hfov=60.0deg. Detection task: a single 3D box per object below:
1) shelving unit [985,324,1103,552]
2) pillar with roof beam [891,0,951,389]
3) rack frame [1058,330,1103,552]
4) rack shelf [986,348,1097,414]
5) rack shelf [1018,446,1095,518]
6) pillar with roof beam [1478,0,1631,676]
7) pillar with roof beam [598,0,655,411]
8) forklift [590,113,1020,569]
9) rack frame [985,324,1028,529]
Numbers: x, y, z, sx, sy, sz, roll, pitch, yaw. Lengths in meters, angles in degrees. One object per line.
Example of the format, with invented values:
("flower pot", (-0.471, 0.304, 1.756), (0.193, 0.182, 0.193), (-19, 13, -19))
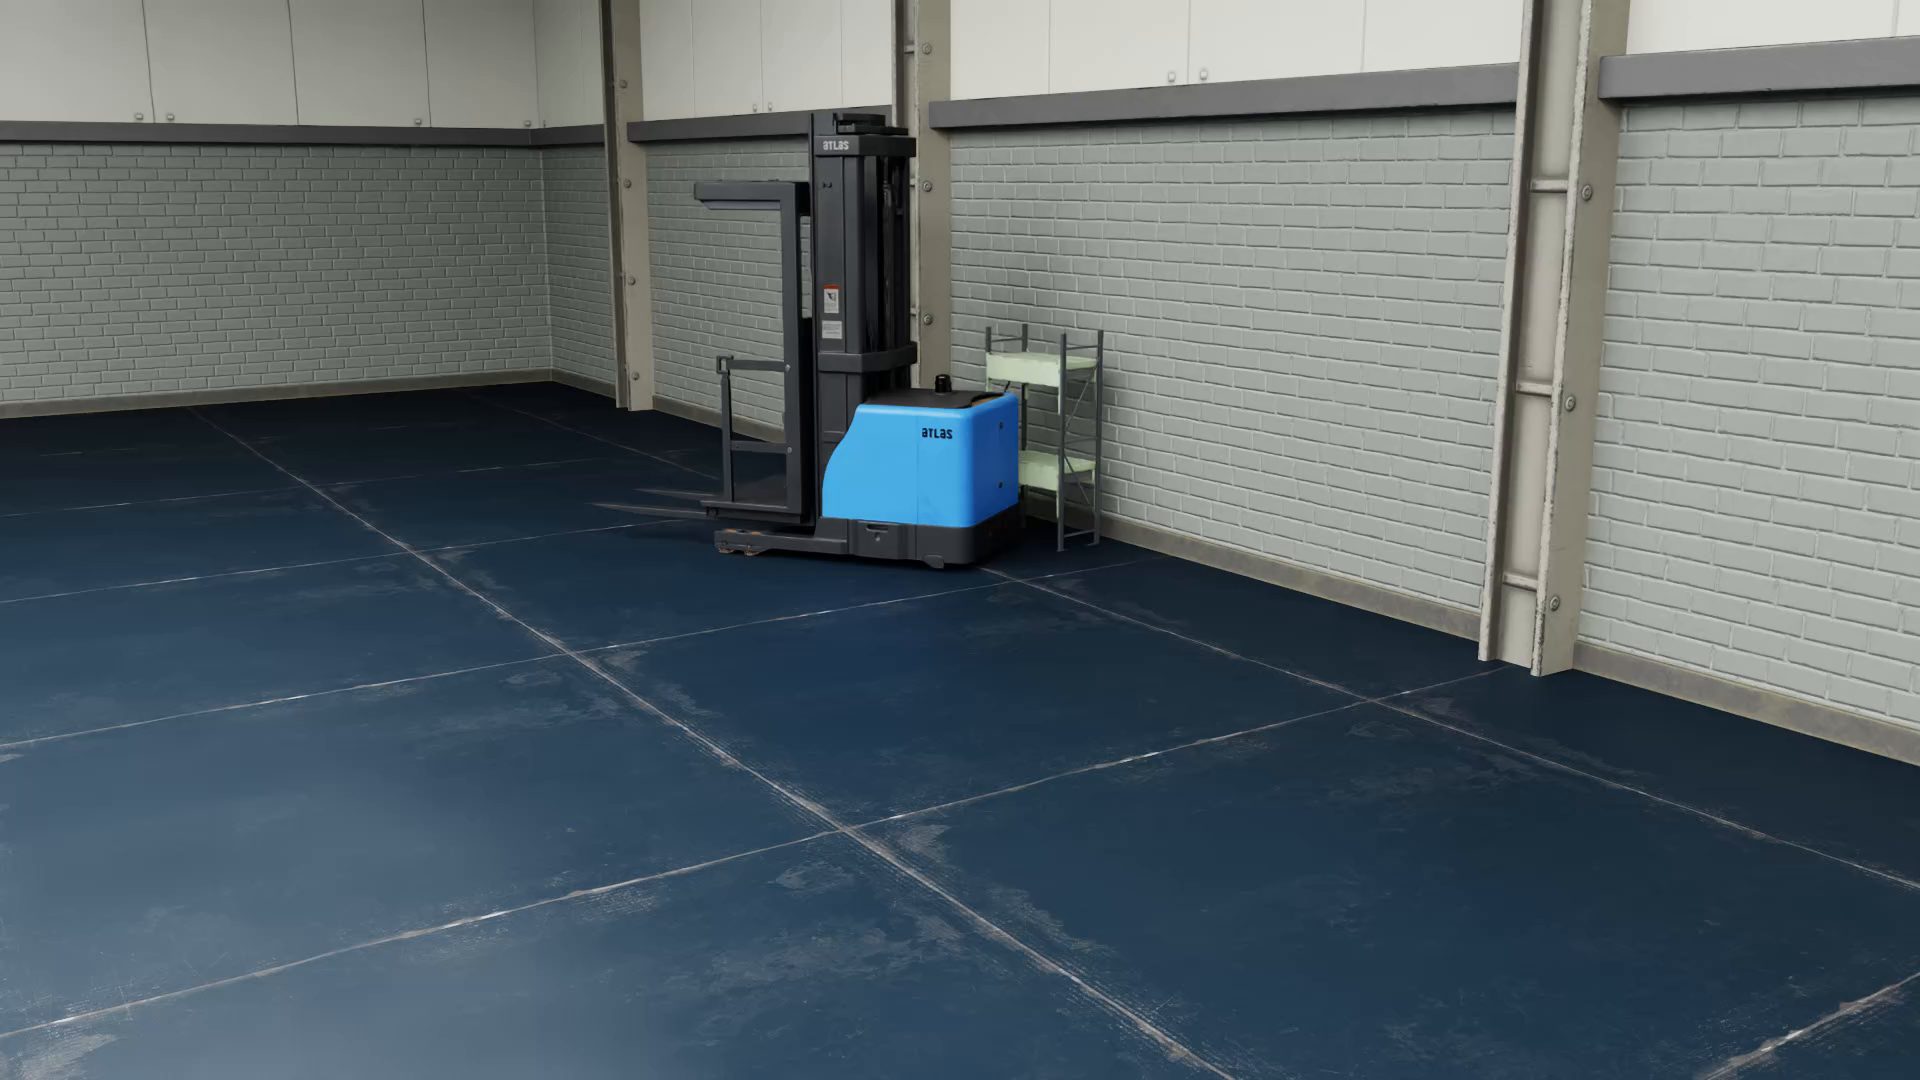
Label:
("shelving unit", (0.581, -0.737, 11.718), (0.431, 1.500, 0.755), (-11, 17, -42))
("pillar with roof beam", (-3.889, -4.298, 10.453), (9.100, 9.000, 0.400), (-8, 15, -33))
("rack frame", (0.829, -0.679, 11.456), (0.400, 1.500, 0.023), (-11, 17, -42))
("rack shelf", (0.581, -1.118, 11.635), (0.431, 0.370, 0.720), (-11, 17, -42))
("rack shelf", (0.581, -0.418, 11.788), (0.431, 0.370, 0.720), (-11, 17, -42))
("pillar with roof beam", (-0.565, -3.231, 5.573), (9.100, 9.000, 0.400), (-8, 15, -33))
("pillar with roof beam", (-7.213, -5.365, 15.333), (9.100, 9.000, 0.400), (-8, 15, -33))
("forklift", (-1.149, -1.421, 11.500), (3.031, 2.935, 1.130), (5, 13, 21))
("rack frame", (0.333, -0.794, 11.981), (0.400, 1.500, 0.023), (-11, 17, -42))
